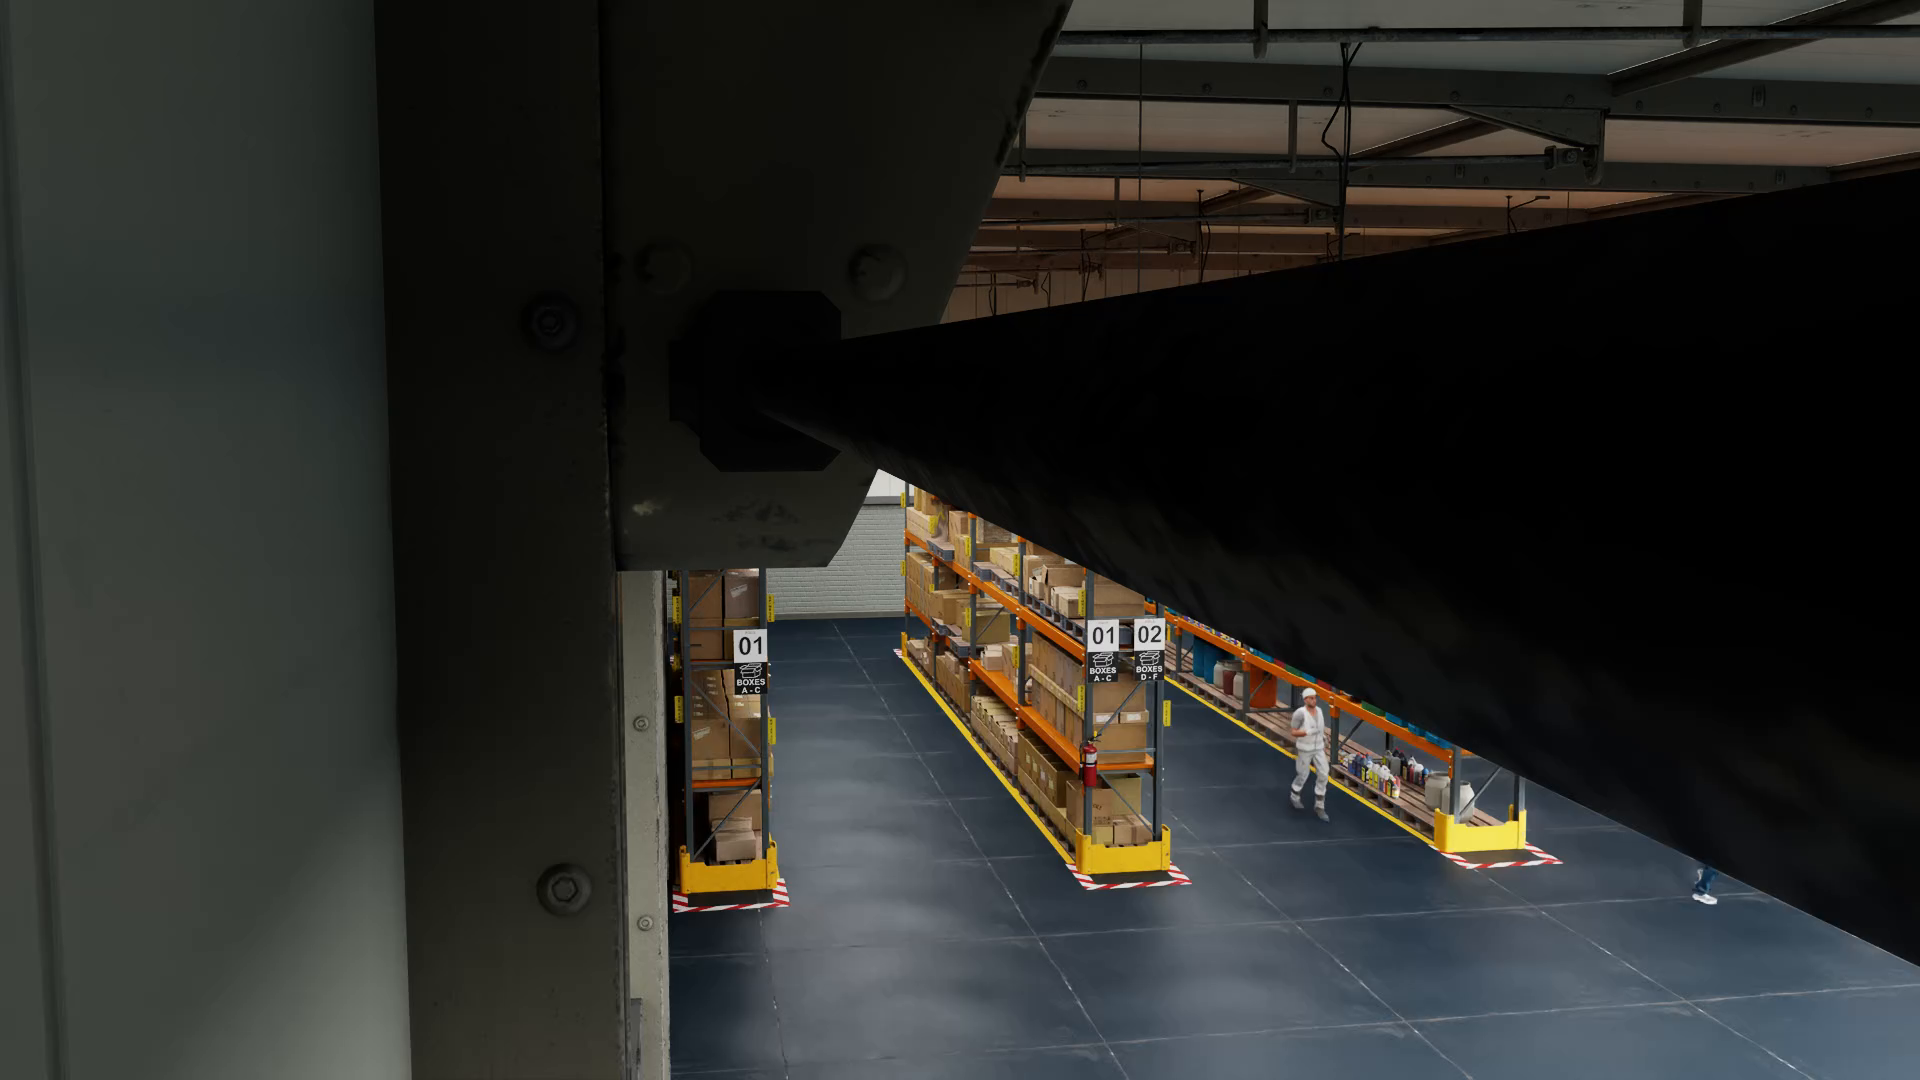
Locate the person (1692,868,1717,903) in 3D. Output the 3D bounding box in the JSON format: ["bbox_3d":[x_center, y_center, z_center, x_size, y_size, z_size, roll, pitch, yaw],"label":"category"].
[{"bbox_3d":[9.044,3.527,19.639,0.583,1.555,0.567,3,7,28],"label":"person"}]

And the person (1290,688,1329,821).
[{"bbox_3d":[4.930,2.993,23.475,0.608,1.832,0.765,-2,6,-19],"label":"person"}]
